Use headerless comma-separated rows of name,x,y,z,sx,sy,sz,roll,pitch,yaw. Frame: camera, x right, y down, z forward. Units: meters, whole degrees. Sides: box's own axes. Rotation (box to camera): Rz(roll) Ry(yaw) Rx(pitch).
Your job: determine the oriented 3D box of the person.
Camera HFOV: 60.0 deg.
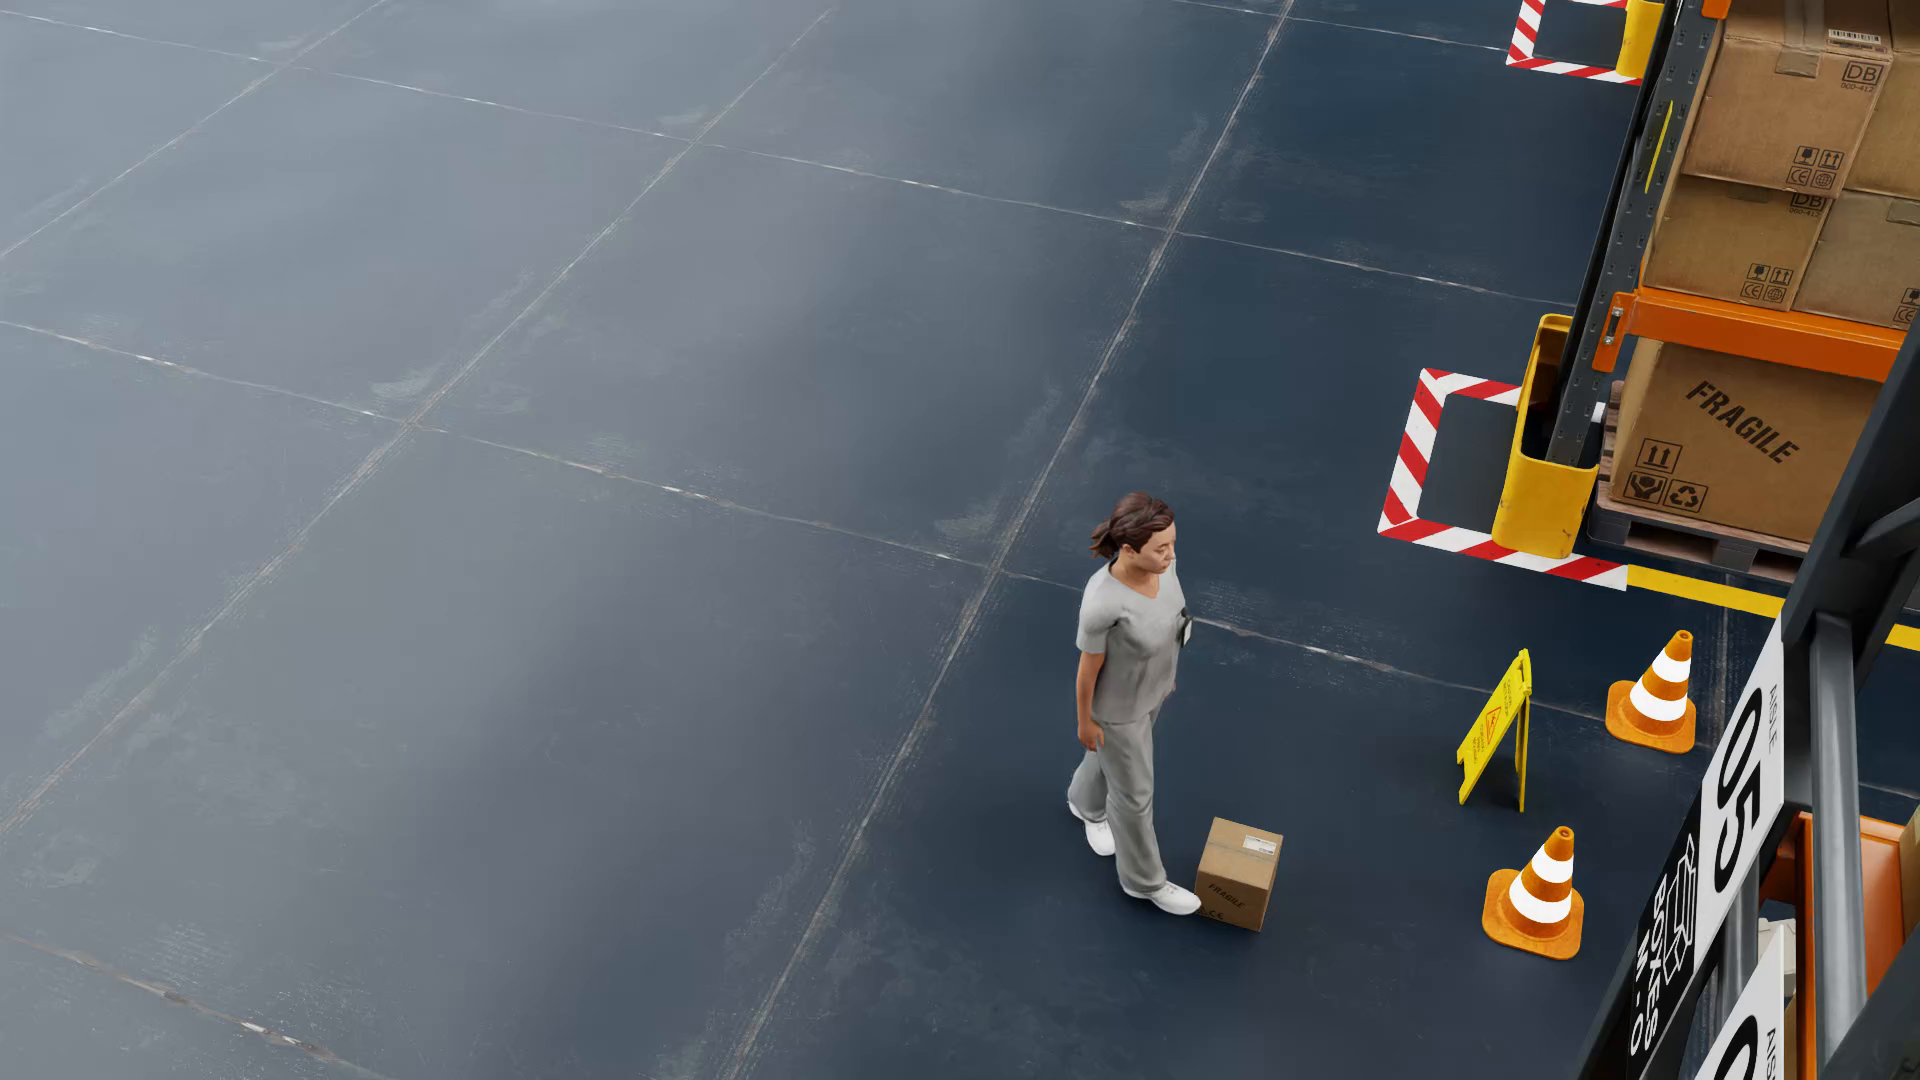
person,0.628,0.549,5.539,0.673,1.665,0.447,30,50,29
